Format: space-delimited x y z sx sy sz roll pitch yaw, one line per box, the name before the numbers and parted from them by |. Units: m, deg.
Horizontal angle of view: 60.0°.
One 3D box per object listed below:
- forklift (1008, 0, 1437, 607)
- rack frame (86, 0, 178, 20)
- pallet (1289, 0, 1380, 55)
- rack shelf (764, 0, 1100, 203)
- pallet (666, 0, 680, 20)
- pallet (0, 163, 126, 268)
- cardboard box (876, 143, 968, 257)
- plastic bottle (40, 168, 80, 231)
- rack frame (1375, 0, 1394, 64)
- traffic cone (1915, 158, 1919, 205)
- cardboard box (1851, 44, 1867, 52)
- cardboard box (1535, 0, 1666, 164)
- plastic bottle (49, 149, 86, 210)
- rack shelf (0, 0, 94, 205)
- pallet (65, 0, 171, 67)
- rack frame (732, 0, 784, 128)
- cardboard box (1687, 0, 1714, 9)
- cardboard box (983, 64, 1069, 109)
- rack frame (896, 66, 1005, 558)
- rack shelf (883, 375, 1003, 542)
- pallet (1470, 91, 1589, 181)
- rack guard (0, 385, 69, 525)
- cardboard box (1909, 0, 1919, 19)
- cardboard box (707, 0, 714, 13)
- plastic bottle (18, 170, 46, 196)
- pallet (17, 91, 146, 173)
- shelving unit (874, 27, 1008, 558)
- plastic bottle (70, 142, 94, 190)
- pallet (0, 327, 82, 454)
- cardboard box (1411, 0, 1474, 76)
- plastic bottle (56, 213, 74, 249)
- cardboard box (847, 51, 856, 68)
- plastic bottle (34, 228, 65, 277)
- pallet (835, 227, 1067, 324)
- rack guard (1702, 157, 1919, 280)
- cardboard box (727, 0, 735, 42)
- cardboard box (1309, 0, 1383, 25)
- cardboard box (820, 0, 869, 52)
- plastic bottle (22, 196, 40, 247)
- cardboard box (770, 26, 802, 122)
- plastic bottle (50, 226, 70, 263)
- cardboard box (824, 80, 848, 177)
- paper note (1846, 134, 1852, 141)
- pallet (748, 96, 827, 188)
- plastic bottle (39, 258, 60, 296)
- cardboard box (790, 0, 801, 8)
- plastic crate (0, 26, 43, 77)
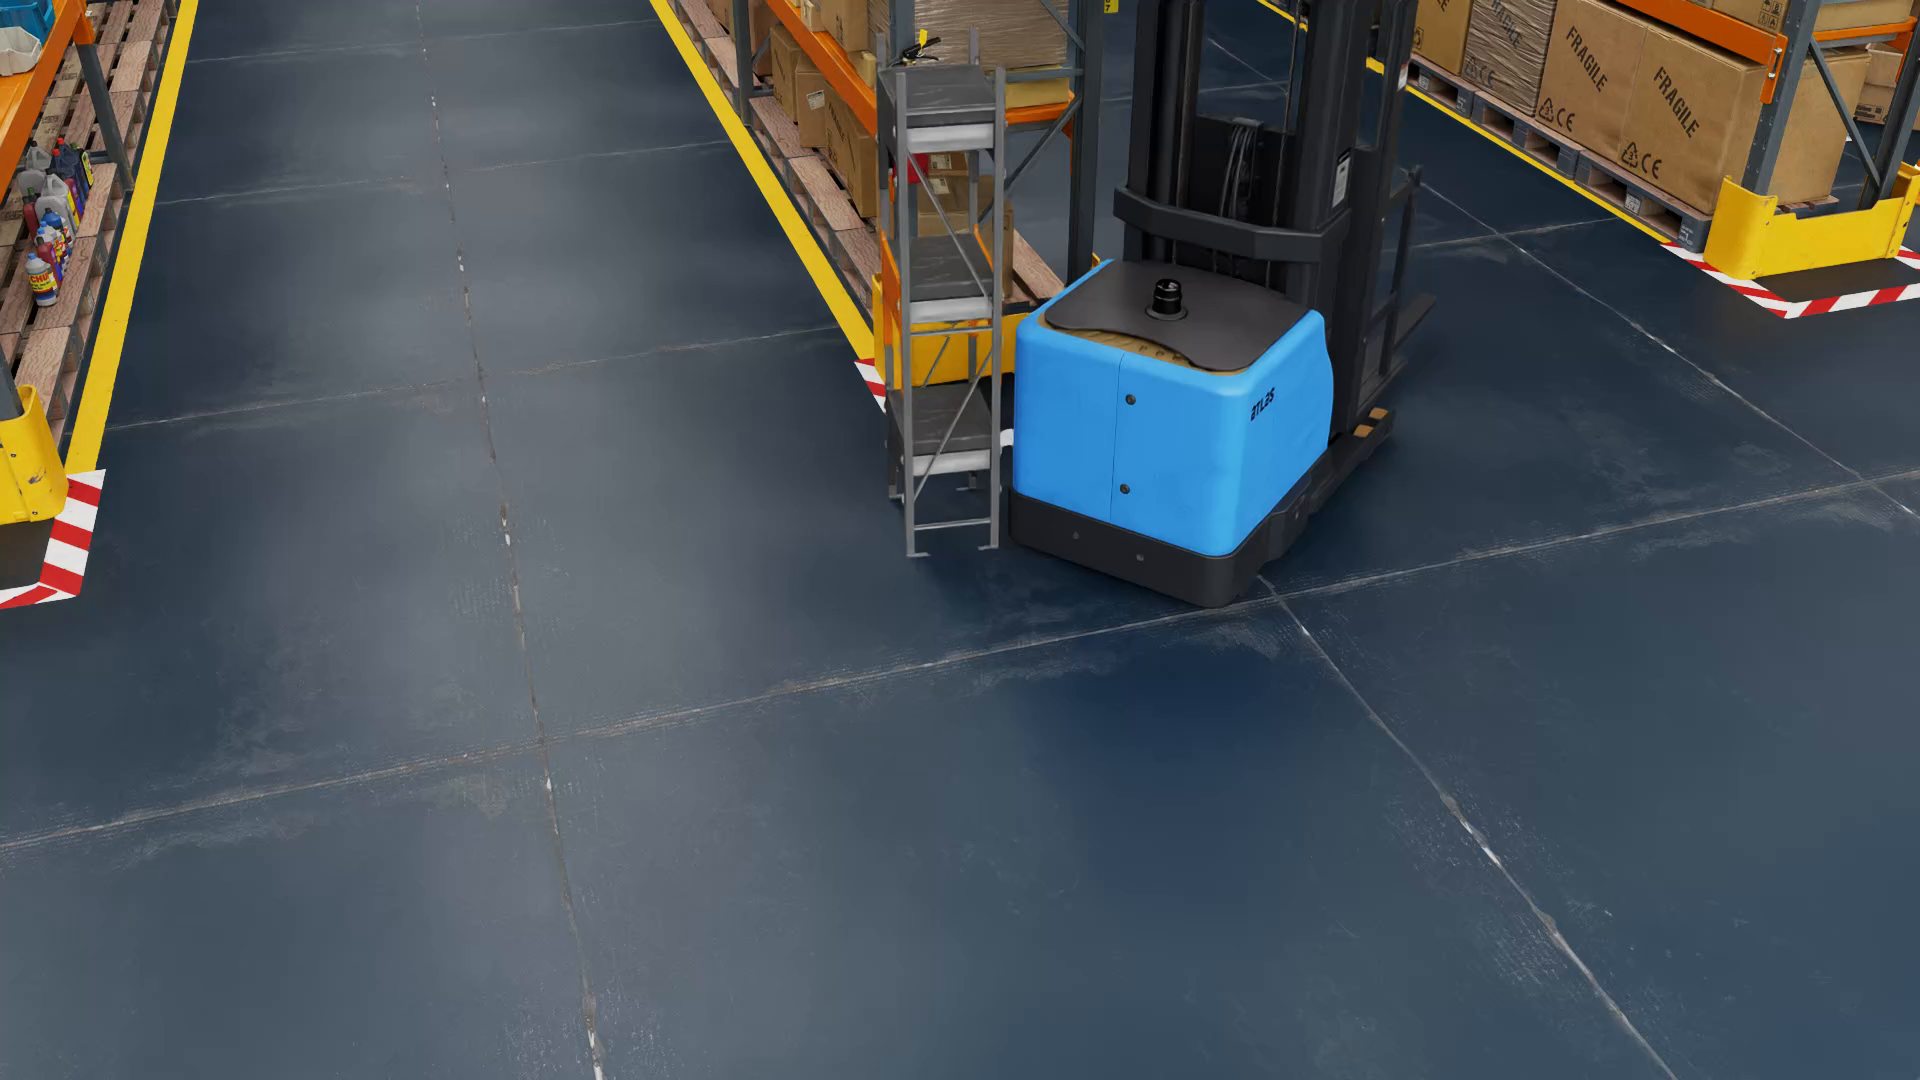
forklift | 1.424 -1.727 7.204 1.130 2.935 3.031 19 38 27
rack frame | -6.983 -5.514 12.874 1.000 3.000 0.127 -10 35 -15
pallet | 3.401 -4.257 13.501 1.003 0.211 1.213 -10 35 -15
rack shelf | -0.436 -2.897 9.565 1.077 0.370 4.000 -10 35 -15
pallet | -2.030 -4.773 14.282 1.003 0.211 1.213 -10 35 -15
pallet | -5.598 -1.891 9.920 1.003 0.211 1.213 -10 35 -15
cardboard box | -0.216 -1.918 9.318 0.500 0.500 0.500 -1 33 -2
plastic bottle | -5.135 -1.932 9.457 0.144 0.351 0.185 -10 35 -15
rack frame | 3.708 -5.028 12.138 1.000 3.000 0.127 -10 35 -15
traffic cone | 6.119 -2.387 10.443 0.336 0.463 0.334 -10 35 -15
cardboard box | 6.371 -3.814 12.443 0.797 0.637 0.503 -10 35 -15
cardboard box | 4.388 -3.023 10.650 0.875 0.875 0.875 -11 35 -15
plastic bottle | -5.234 -2.102 9.714 0.144 0.351 0.185 -12 35 -17
rack shelf | -5.153 -2.064 8.305 1.077 0.370 4.000 -10 35 -15
pallet | -6.784 -3.937 13.017 1.003 0.211 1.213 -10 35 -15
rack frame | -1.046 -4.247 10.956 1.000 3.000 0.127 -10 35 -15
cardboard box | 4.583 -3.463 9.633 0.875 0.550 0.550 -10 35 -15
cardboard box | 0.314 -2.232 8.134 0.380 0.149 0.250 -10 35 -15
rack frame | -0.033 -0.823 6.590 0.400 2.100 0.015 -6 34 -9
rack shelf | -0.078 -0.360 7.183 0.431 0.518 0.480 -6 34 -9
pallet | 4.241 -2.810 11.312 1.003 0.211 1.213 -10 35 -15
rack guard | -4.611 -0.303 7.255 1.175 0.500 0.348 -10 35 -15
cardboard box | 7.422 -4.080 12.969 0.500 0.500 0.500 13 36 18
cardboard box | -1.682 -4.554 13.289 0.700 0.500 0.500 -7 34 -11
plastic bottle | -5.367 -2.033 9.677 0.152 0.276 0.135 -10 35 -15
pallet | -6.040 -2.656 11.078 1.003 0.211 1.213 -10 35 -15
shelving unit | -0.079 -0.955 6.790 0.431 2.100 0.503 -6 34 -9
plastic bottle | -5.302 -2.267 10.025 0.061 0.283 0.133 -8 34 -12
pallet | -4.854 -0.610 7.981 1.003 0.211 1.213 -10 35 -15
cardboard box | 3.833 -3.975 12.091 0.875 0.875 0.875 -9 35 -14
plastic bottle | -5.027 -1.727 9.281 0.097 0.201 0.097 0 33 0
cardboard box | -0.372 -2.545 8.608 0.380 0.149 0.250 -10 35 -15
plastic bottle | -4.904 -1.543 8.941 0.097 0.271 0.097 0 33 0
pallet | -0.064 -1.456 9.262 1.003 0.211 1.213 -10 35 -15
rack guard | 4.936 -1.872 9.630 1.175 0.500 0.348 -10 35 -15
cardboard box | -1.341 -3.967 12.401 0.700 0.500 0.500 -10 35 -15
cardboard box | 3.433 -4.575 13.113 1.050 0.750 0.750 -10 35 -15
cardboard box | -0.235 -2.848 8.479 0.875 0.500 0.500 -10 35 -15
plastic bottle | -5.191 -1.800 9.318 0.061 0.283 0.133 -10 35 -15
cardboard box | -0.962 -3.162 11.201 0.500 0.500 0.500 -11 35 -16
plastic bottle | -4.965 -1.619 9.118 0.097 0.201 0.097 0 33 0
cardboard box | -0.516 -2.550 10.275 0.500 0.500 0.500 -13 36 -19
paper note | 6.079 -2.775 11.424 0.144 0.017 0.142 1 33 2
pallet | -0.808 -2.737 11.200 1.003 0.211 1.213 -10 35 -15
plastic bottle | -4.831 -1.389 8.770 0.097 0.201 0.097 0 33 0
cardboard box | -0.797 -3.193 9.590 0.380 0.149 0.250 -10 35 -15
plastic crate | -5.027 -2.494 8.543 0.530 0.136 0.437 -10 35 -15
